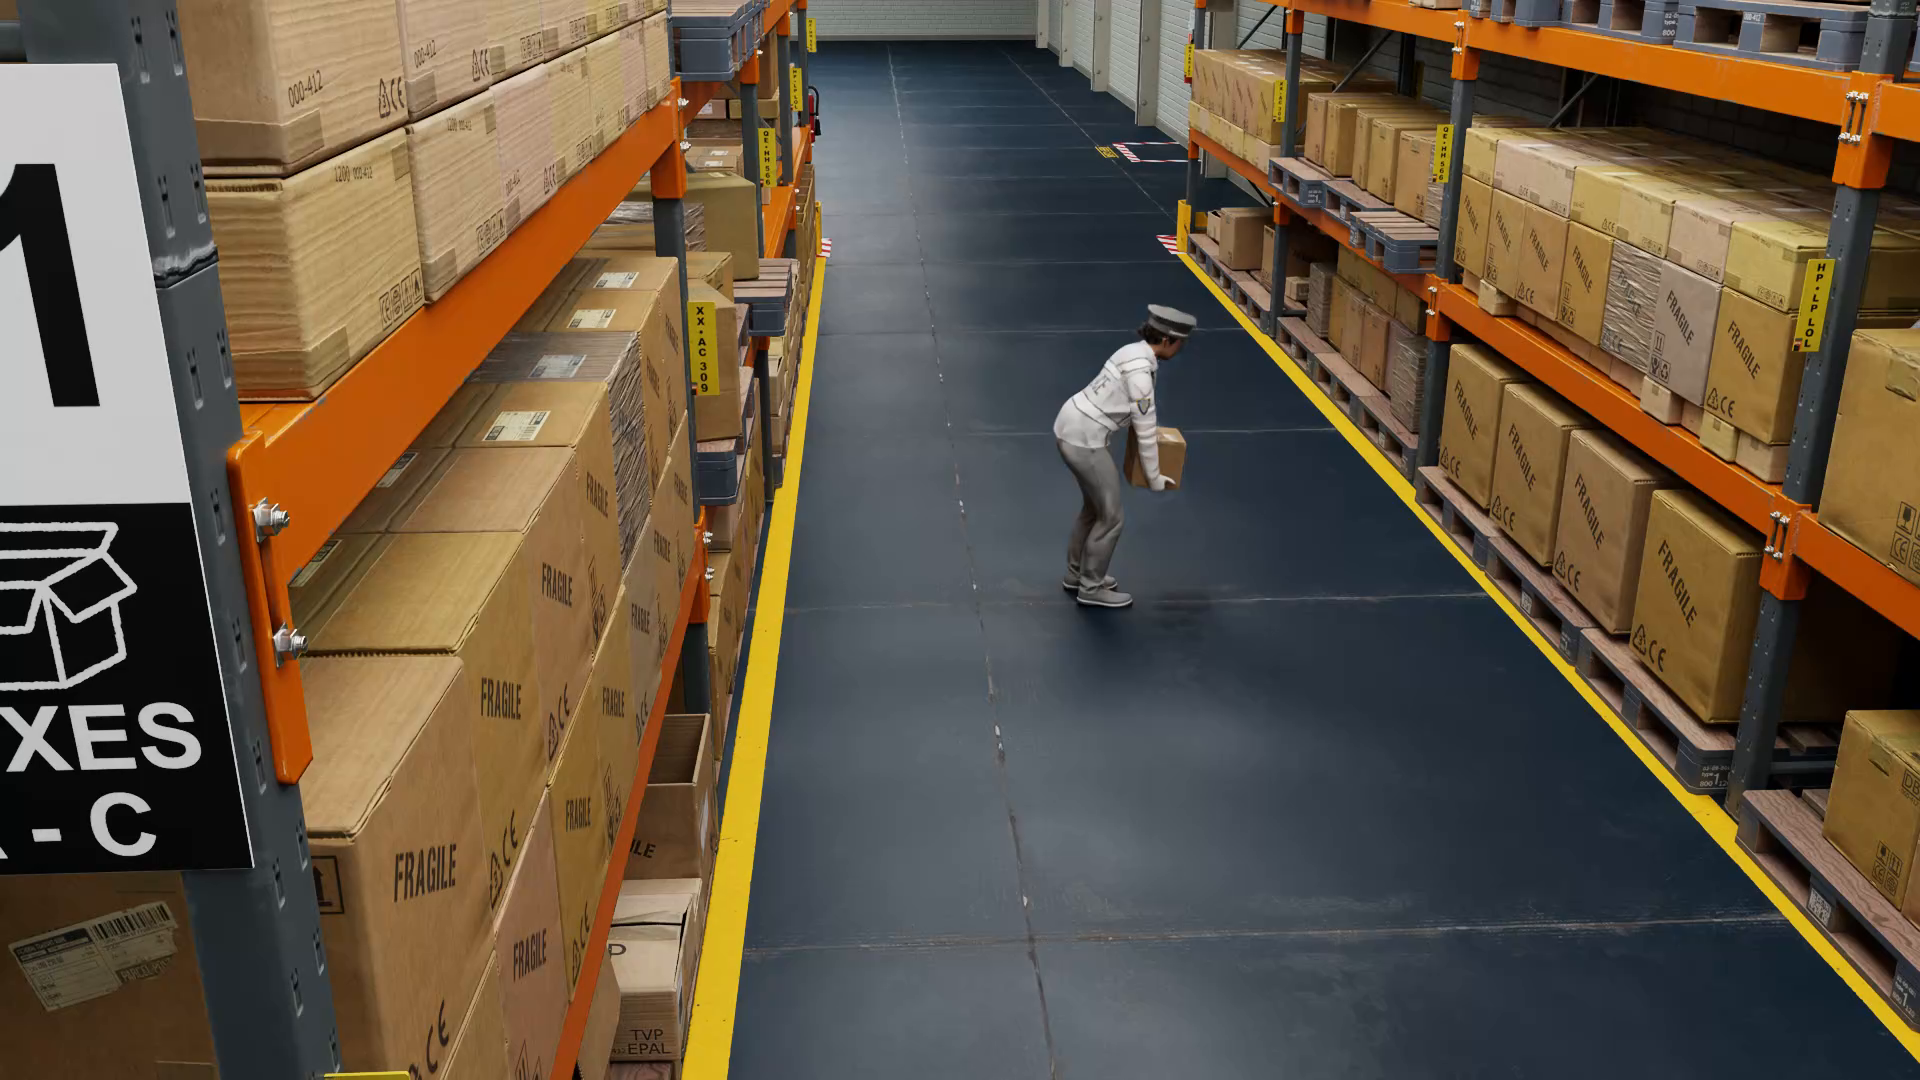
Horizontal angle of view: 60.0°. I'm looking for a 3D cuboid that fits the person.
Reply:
[{"bbox_3d":[0.818,-0.423,8.411,0.695,1.530,0.406,-2,21,-4],"label":"person"}]
